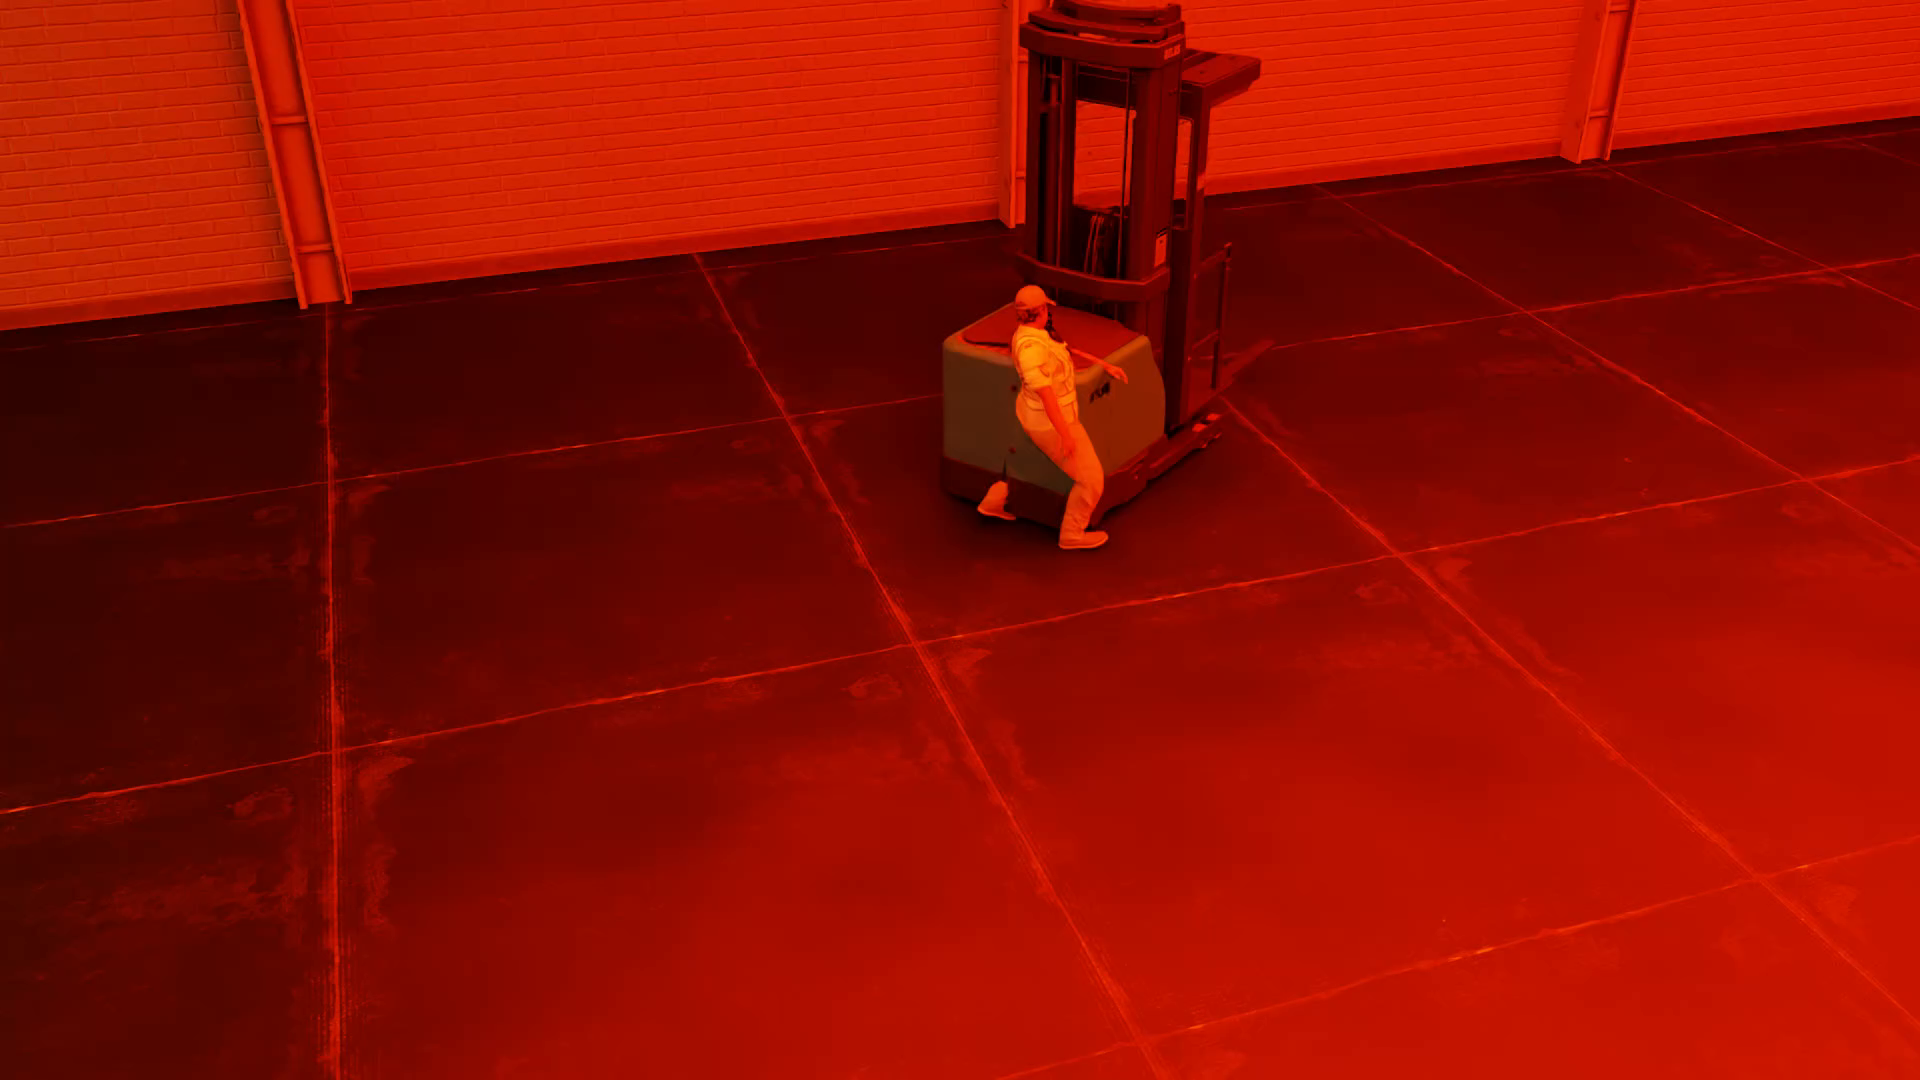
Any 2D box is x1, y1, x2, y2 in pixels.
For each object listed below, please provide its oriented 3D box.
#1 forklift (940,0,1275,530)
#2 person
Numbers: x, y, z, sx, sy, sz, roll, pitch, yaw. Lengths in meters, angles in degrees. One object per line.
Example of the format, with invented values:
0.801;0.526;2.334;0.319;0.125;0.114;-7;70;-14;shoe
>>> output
1.141;-2.003;10.569;1.130;2.935;3.031;20;35;30;forklift
0.560;-0.695;9.695;0.816;1.539;0.740;-6;31;-11;person
